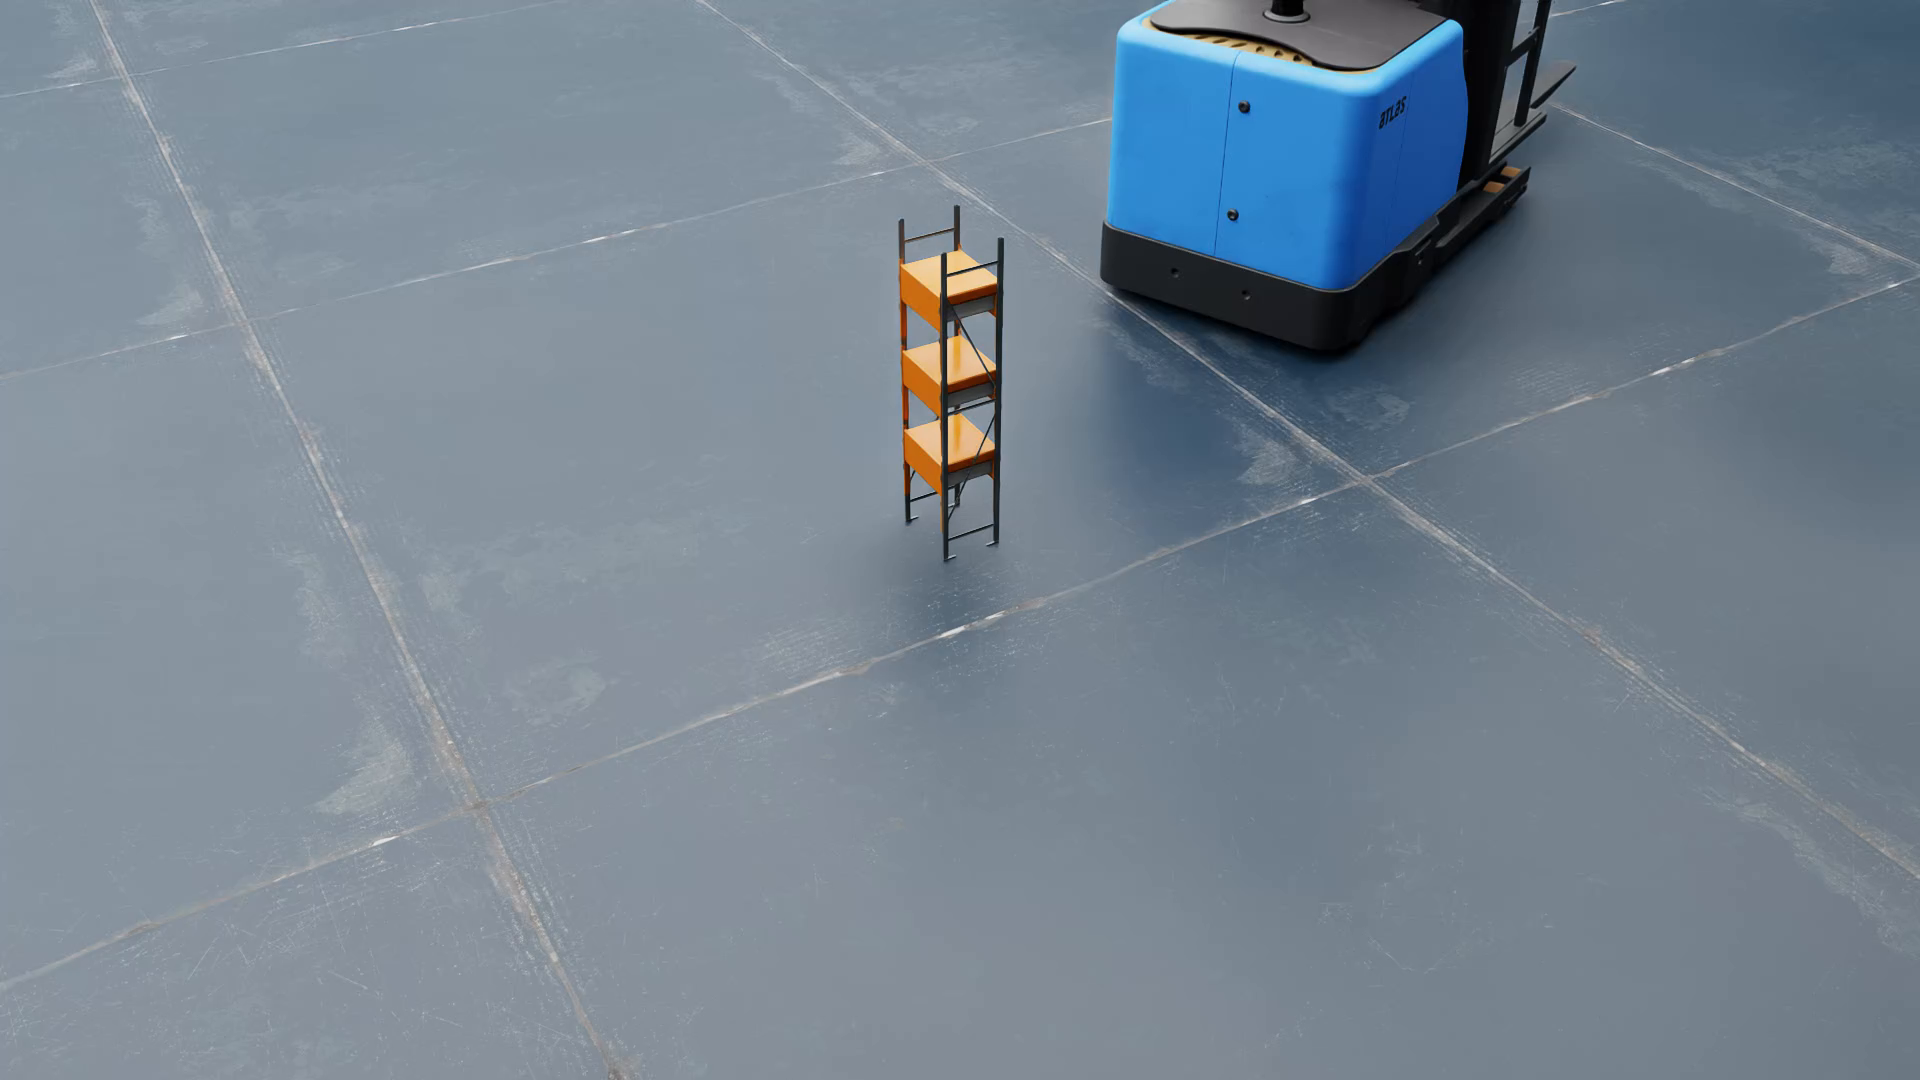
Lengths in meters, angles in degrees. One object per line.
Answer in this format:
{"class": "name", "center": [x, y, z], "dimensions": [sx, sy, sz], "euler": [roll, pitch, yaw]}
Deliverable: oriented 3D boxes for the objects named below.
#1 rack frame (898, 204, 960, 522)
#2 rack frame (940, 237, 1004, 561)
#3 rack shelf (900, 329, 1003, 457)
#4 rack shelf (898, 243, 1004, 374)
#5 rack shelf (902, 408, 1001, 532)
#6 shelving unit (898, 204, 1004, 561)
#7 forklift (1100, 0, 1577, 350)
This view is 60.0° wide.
{"class": "rack frame", "center": [-0.088, -0.513, 5.063], "dimensions": [0.200, 1.050, 0.008], "euler": [-19, 40, -24]}
{"class": "rack frame", "center": [0.034, -0.389, 4.893], "dimensions": [0.200, 1.050, 0.008], "euler": [-19, 40, -24]}
{"class": "rack shelf", "center": [-0.027, -0.443, 4.984], "dimensions": [0.215, 0.259, 0.240], "euler": [-19, 40, -24]}
{"class": "rack shelf", "center": [-0.027, -0.672, 4.817], "dimensions": [0.215, 0.259, 0.240], "euler": [-19, 40, -24]}
{"class": "rack shelf", "center": [-0.027, -0.218, 5.148], "dimensions": [0.215, 0.259, 0.240], "euler": [-19, 40, -24]}
{"class": "shelving unit", "center": [-0.027, -0.451, 4.978], "dimensions": [0.215, 1.050, 0.252], "euler": [-19, 40, -24]}
{"class": "forklift", "center": [1.819, -2.698, 6.460], "dimensions": [1.130, 2.935, 3.031], "euler": [23, 42, 28]}
